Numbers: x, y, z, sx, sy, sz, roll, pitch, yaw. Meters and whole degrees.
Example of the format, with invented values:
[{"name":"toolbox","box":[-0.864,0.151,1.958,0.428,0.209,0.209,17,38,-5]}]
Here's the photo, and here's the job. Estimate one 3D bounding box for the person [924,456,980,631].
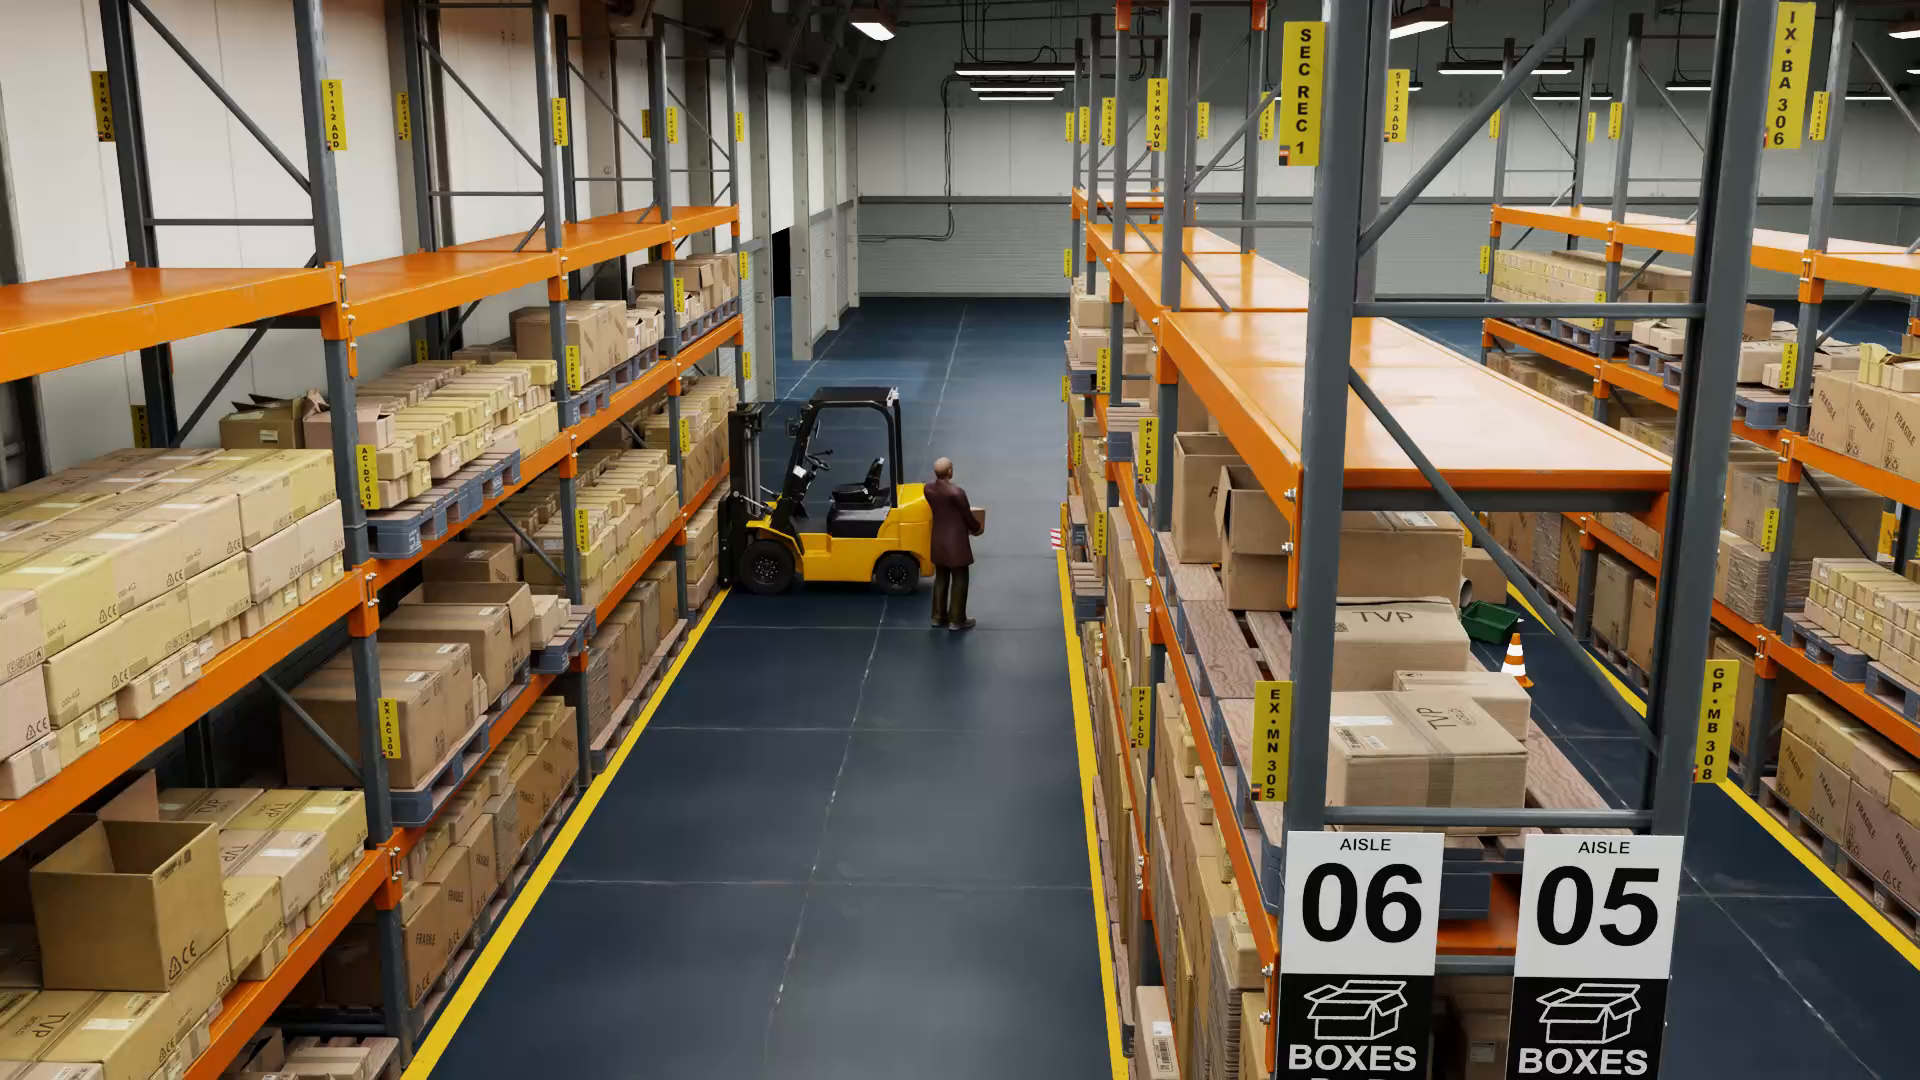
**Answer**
[{"name":"person","box":[-0.068,0.004,16.992,0.569,1.782,0.489,11,17,37]}]
